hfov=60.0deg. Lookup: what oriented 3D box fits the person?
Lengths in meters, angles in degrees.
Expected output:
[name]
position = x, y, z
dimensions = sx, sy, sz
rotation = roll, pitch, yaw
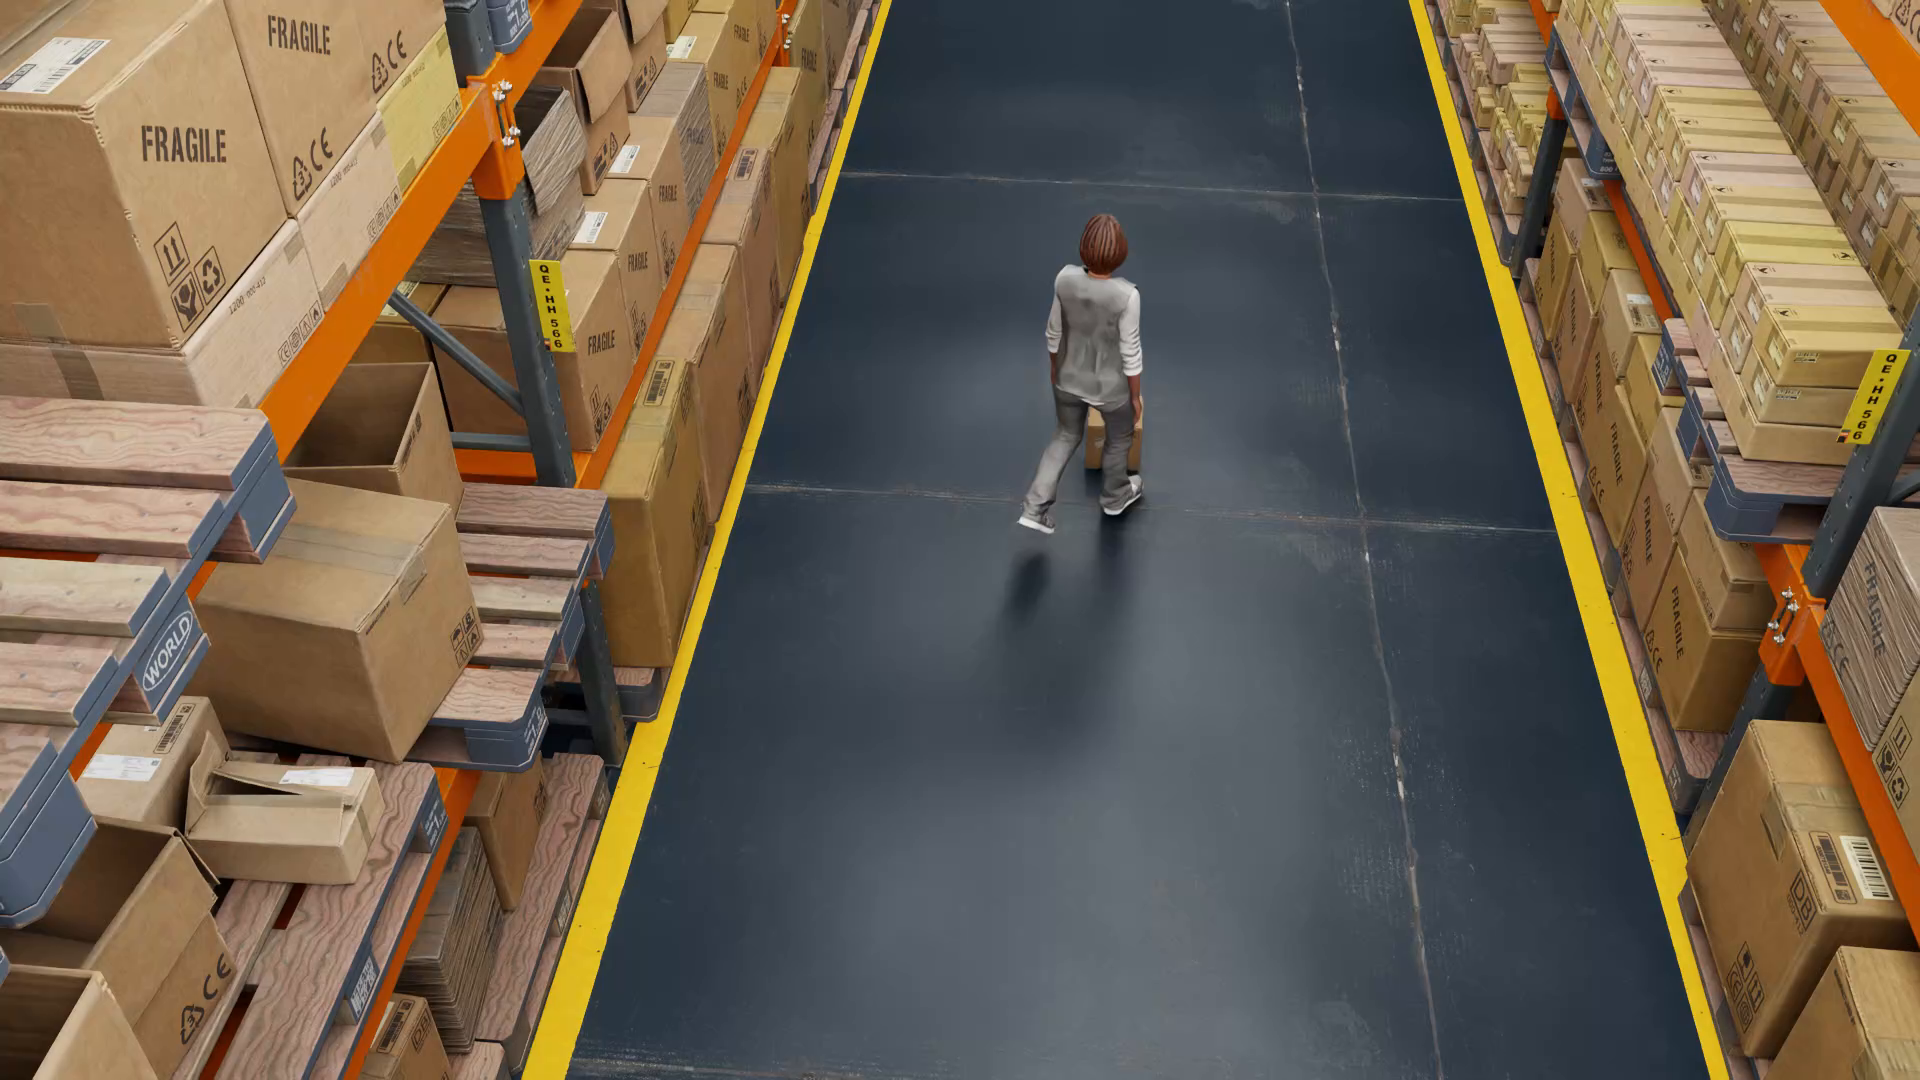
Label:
[person]
position = 0.571, -0.673, 6.933
dimensions = 0.438, 1.570, 0.715
rotation = 19, 44, 21
